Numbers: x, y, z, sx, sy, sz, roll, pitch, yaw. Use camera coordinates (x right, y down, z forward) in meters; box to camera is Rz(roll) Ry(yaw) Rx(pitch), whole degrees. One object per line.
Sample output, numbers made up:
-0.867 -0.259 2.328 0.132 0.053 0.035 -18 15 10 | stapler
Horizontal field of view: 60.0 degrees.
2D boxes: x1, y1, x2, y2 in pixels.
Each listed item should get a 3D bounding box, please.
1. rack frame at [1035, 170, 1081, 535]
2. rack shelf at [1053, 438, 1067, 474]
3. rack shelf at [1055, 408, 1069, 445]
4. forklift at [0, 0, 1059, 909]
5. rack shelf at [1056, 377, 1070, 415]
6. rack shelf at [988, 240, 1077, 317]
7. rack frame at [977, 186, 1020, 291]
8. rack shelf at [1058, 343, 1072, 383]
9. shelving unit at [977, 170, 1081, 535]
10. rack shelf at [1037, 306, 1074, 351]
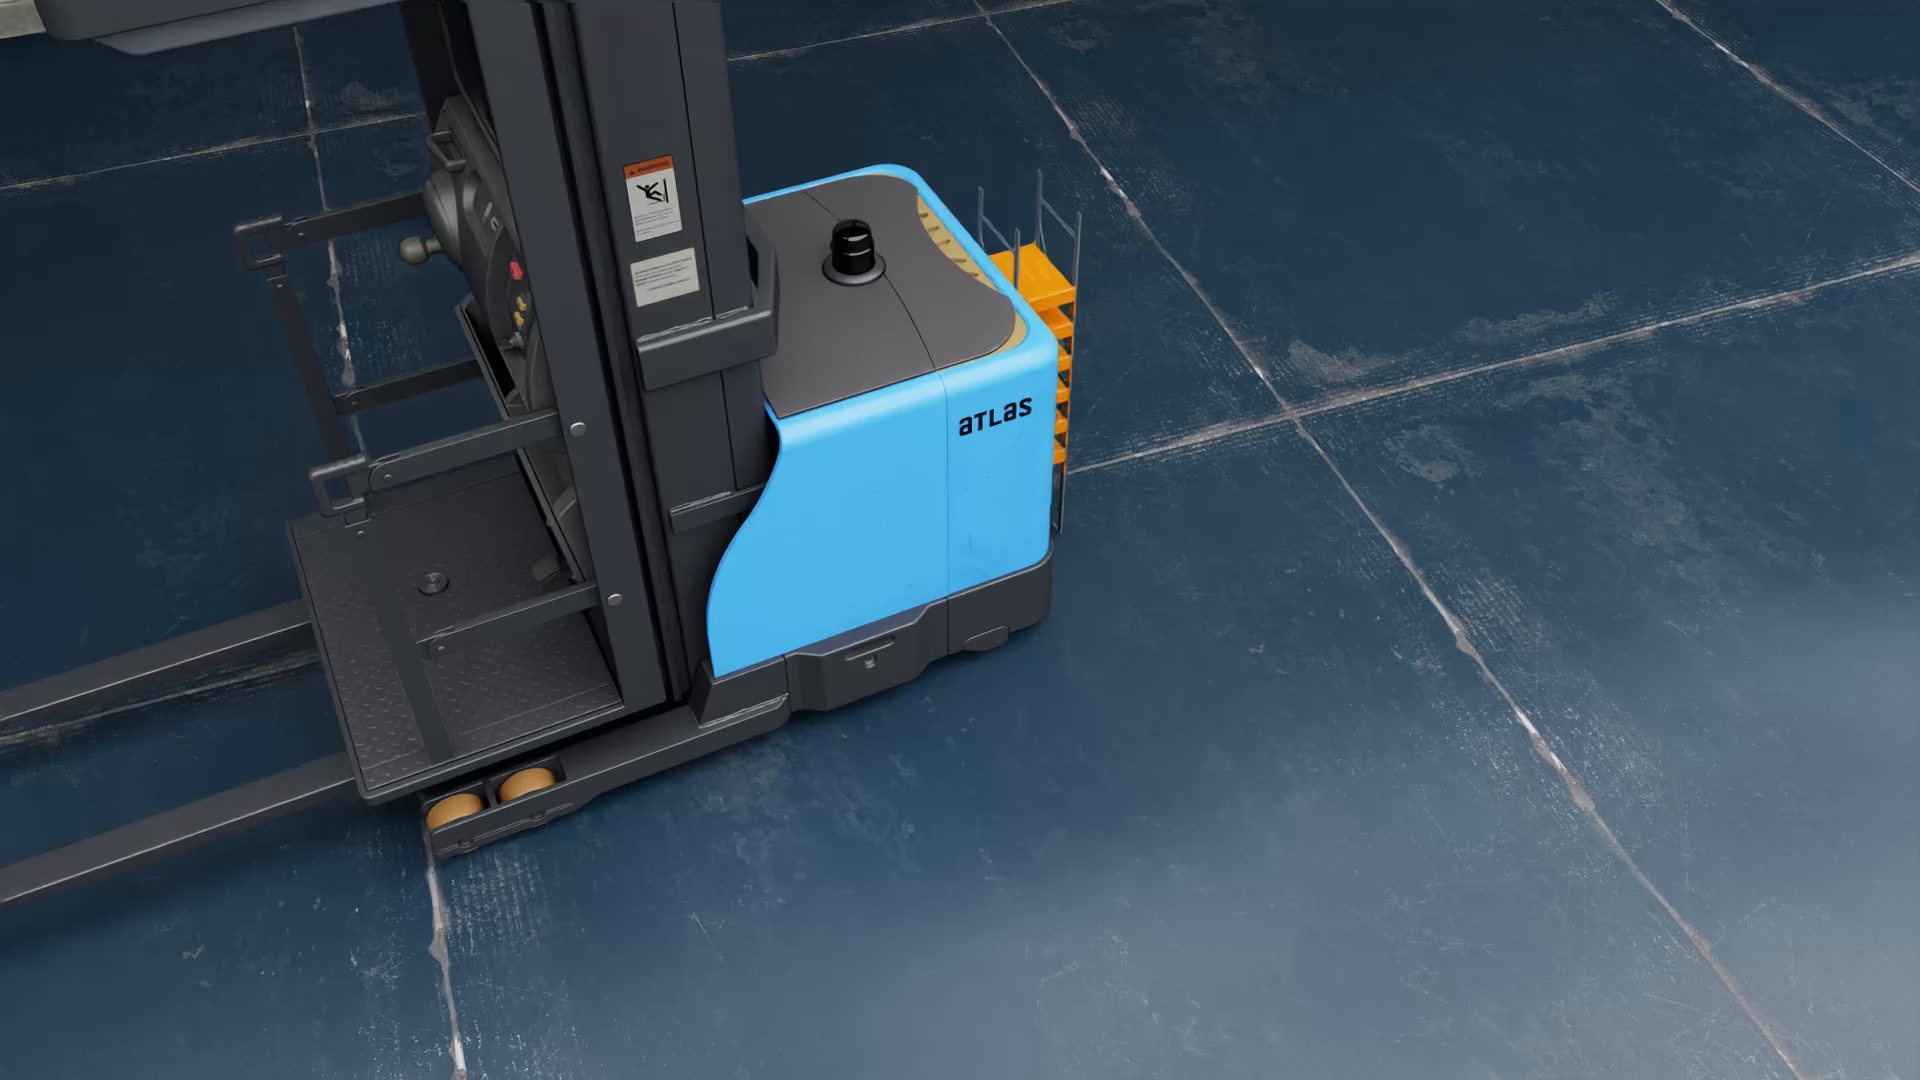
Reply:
0.268 -0.518 4.919 0.006 1.200 0.240 -19 48 -18 | rack frame
0.185 -0.288 5.092 0.180 0.103 0.258 -19 48 -18 | rack shelf
0.185 -0.373 5.007 0.180 0.103 0.258 -19 48 -18 | rack shelf
-1.286 -0.632 3.810 3.031 2.935 1.130 -19 48 -18 | forklift
0.185 -0.458 4.922 0.180 0.103 0.258 -19 48 -18 | rack shelf
0.185 -0.712 4.667 0.180 0.103 0.258 -19 48 -18 | rack shelf
0.103 -0.461 4.862 0.006 1.200 0.240 -19 48 -18 | rack frame
0.185 -0.543 4.837 0.180 0.103 0.258 -19 48 -18 | rack shelf
0.185 -0.489 4.890 0.189 1.200 0.258 -19 48 -18 | shelving unit
0.185 -0.627 4.752 0.180 0.103 0.258 -19 48 -18 | rack shelf
